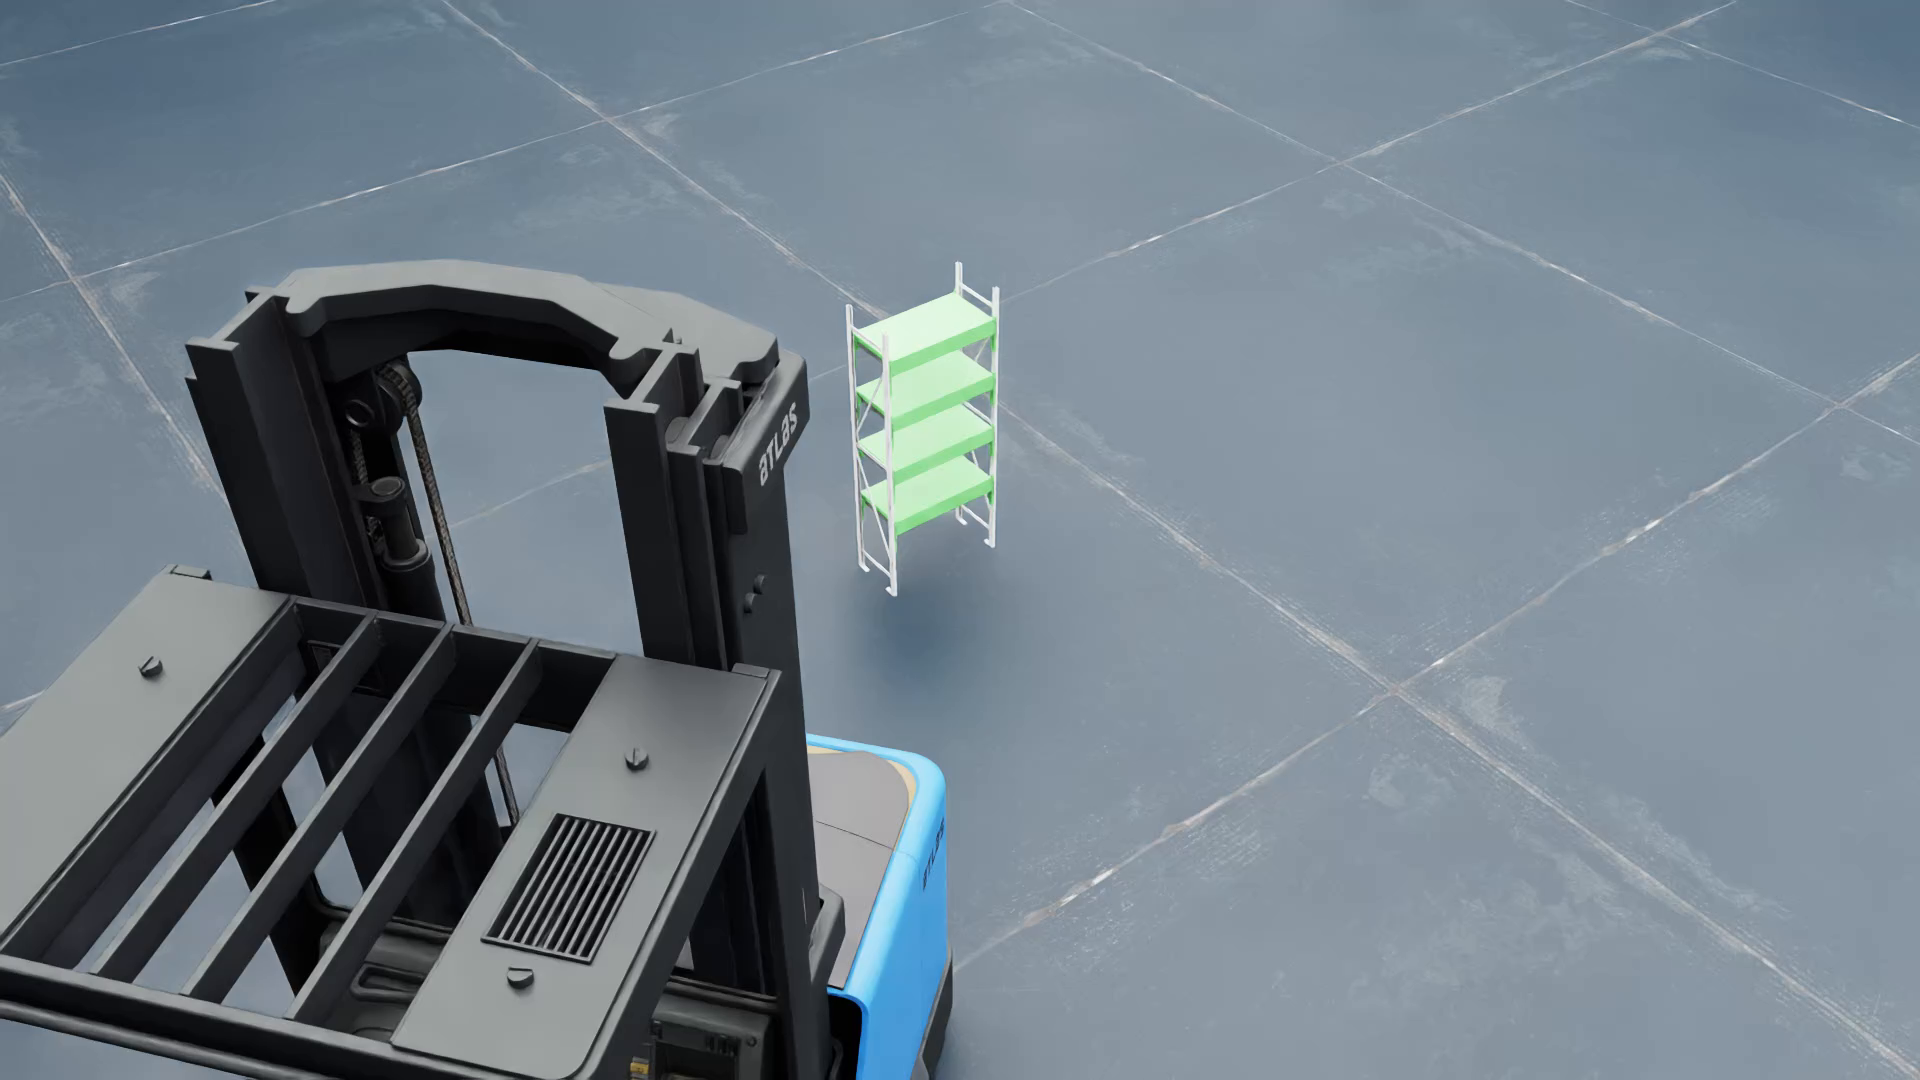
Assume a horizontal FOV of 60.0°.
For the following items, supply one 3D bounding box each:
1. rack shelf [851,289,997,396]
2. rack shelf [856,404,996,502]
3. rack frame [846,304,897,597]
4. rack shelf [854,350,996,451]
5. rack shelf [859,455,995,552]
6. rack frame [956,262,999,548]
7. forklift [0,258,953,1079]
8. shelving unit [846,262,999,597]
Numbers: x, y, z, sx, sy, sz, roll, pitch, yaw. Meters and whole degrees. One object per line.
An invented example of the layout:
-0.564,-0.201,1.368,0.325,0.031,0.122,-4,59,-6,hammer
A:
-0.131,-0.722,6.028,0.480,0.148,0.258,-26,46,-28,rack shelf
-0.131,-0.351,6.332,0.480,0.148,0.258,-26,46,-28,rack shelf
-0.325,-0.306,6.177,0.015,1.200,0.240,-26,46,-28,rack frame
-0.131,-0.536,6.180,0.480,0.148,0.258,-26,46,-28,rack shelf
-0.131,-0.165,6.484,0.480,0.148,0.258,-26,46,-28,rack shelf
0.062,-0.494,6.406,0.015,1.200,0.240,-26,46,-28,rack frame
-0.874,1.102,3.096,1.130,2.935,3.031,9,40,11,forklift
-0.131,-0.400,6.291,0.503,1.200,0.258,-26,46,-28,shelving unit
